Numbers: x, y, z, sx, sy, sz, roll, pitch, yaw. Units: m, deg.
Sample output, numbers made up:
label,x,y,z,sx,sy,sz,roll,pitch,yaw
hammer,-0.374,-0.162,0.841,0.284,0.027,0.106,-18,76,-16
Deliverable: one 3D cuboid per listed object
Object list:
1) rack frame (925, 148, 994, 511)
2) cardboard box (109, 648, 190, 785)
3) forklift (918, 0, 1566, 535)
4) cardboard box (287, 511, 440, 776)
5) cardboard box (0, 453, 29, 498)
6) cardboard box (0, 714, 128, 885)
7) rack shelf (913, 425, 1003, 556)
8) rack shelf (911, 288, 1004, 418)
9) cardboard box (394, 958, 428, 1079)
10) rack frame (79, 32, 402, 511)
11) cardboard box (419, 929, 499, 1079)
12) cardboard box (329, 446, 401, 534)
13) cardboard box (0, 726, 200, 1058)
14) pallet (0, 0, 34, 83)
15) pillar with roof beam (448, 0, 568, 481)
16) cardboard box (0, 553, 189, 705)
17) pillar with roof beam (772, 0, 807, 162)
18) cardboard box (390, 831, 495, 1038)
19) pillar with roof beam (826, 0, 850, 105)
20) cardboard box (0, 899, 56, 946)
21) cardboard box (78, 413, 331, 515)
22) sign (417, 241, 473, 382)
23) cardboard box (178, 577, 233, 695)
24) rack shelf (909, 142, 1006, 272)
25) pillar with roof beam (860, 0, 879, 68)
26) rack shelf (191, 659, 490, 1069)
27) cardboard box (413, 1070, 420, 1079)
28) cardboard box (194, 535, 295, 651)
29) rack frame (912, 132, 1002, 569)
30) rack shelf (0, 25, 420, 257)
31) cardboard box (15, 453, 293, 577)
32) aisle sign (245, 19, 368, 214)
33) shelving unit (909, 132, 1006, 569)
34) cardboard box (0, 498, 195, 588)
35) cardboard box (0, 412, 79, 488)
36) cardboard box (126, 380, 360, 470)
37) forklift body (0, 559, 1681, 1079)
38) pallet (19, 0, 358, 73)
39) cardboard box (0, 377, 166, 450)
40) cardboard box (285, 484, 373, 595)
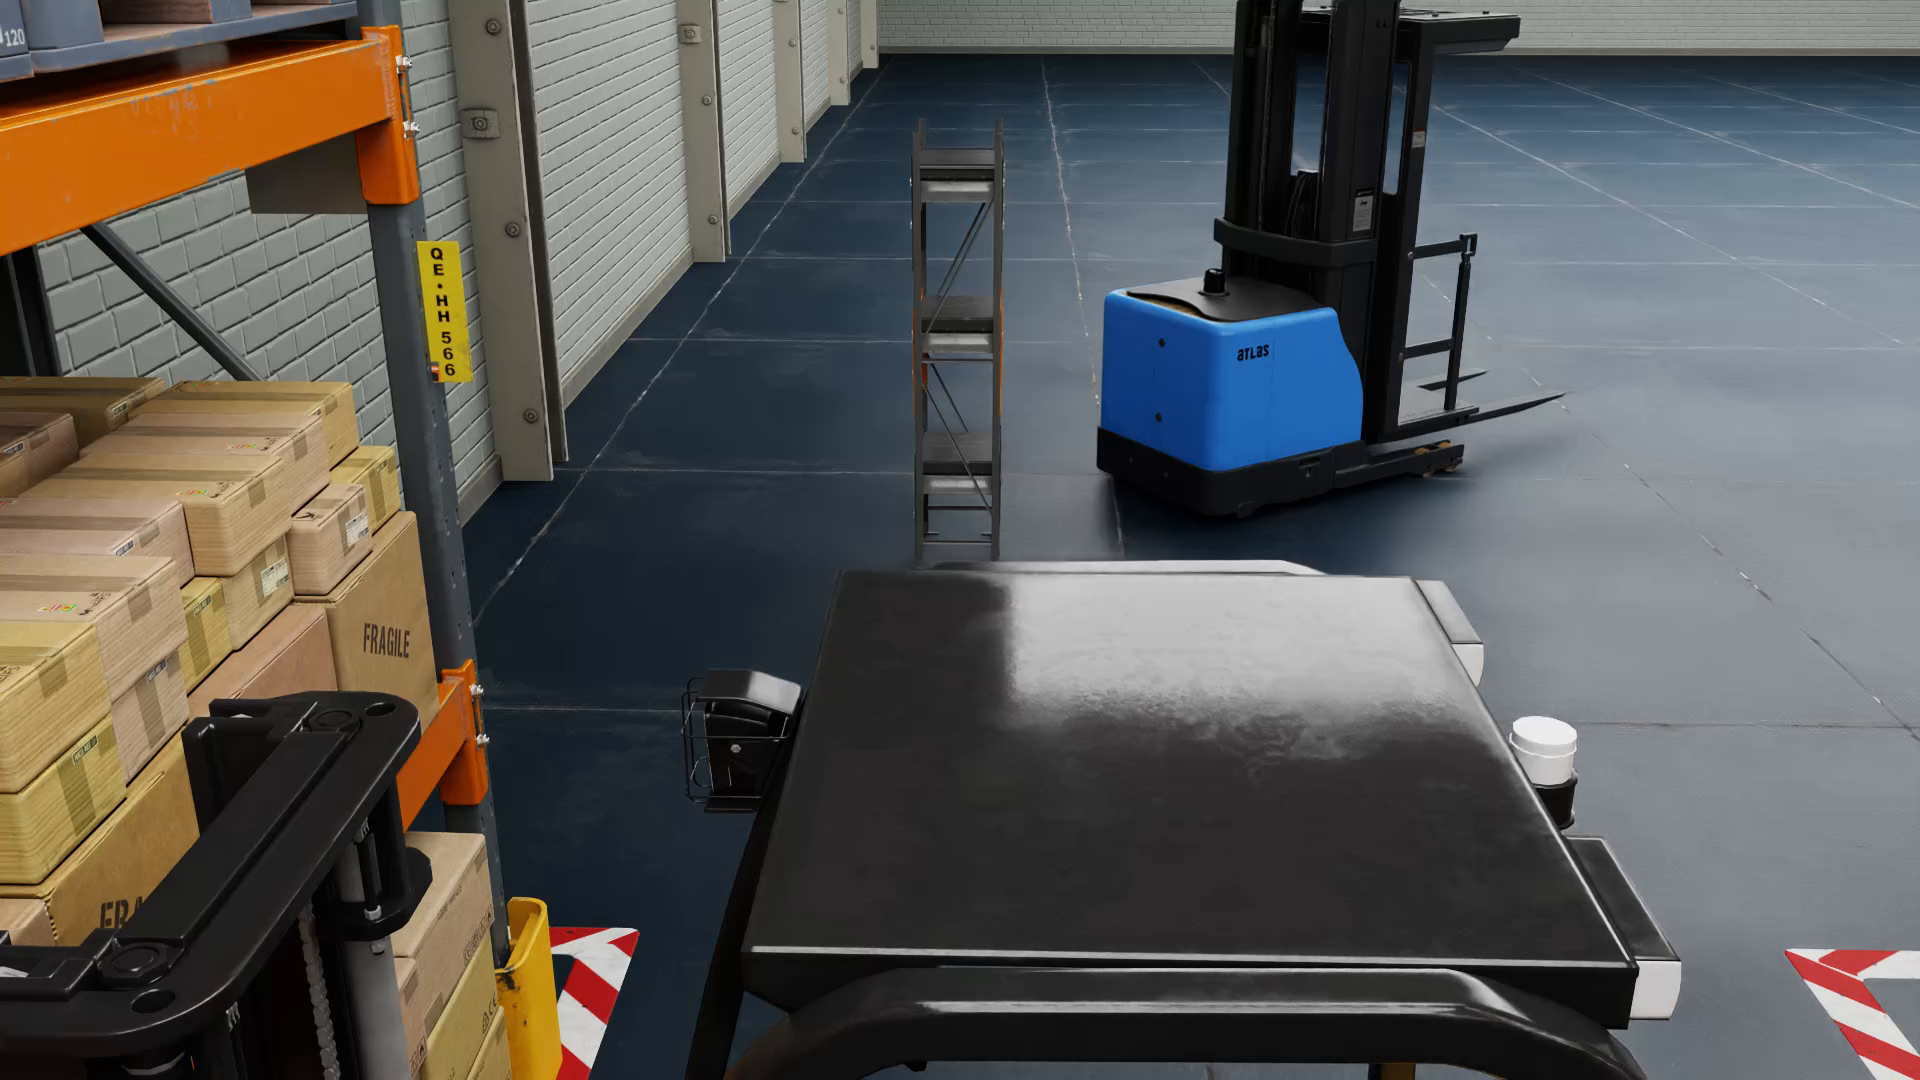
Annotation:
label,x,y,z,sx,sy,sz,roll,pitch,yaw
rack frame,0.001,-1.007,8.222,0.380,1.831,0.006,1,21,2
cardboard box,-1.475,0.274,2.641,0.380,0.149,0.250,0,21,0
forklift,1.750,-1.741,8.964,4.310,2.935,1.130,-13,25,-31
cardboard box,-1.470,0.256,3.584,0.500,0.500,0.500,0,21,0
cardboard box,-1.977,-0.057,3.082,0.380,0.149,0.250,1,21,3
cardboard box,-1.462,0.366,2.405,0.380,0.149,0.250,1,21,2
rack shelf,-0.005,-0.254,8.253,0.431,0.518,0.480,1,21,2
rack shelf,-0.005,-0.906,8.000,0.431,0.518,0.480,1,21,2
cardboard box,-1.429,1.097,3.394,0.500,0.250,0.500,1,21,3
rack frame,-1.714,0.122,4.068,0.949,2.616,0.053,1,21,2
cardboard box,-1.420,1.154,3.936,0.500,0.250,0.500,0,21,1
cardboard box,-1.448,-0.099,3.601,0.380,0.149,0.250,1,21,2
cardboard box,-1.510,0.629,2.623,0.500,0.500,0.500,0,21,1
pallet,-1.799,-0.538,1.743,1.003,0.211,1.213,1,21,2
pillar with roof beam,1.846,-4.555,7.828,9.100,9.000,0.400,1,21,2
cardboard box,-1.454,0.135,2.588,0.380,0.149,0.250,1,21,3
pillar with roof beam,2.211,-8.894,19.011,9.100,9.000,0.400,1,21,2
cardboard box,-1.419,0.912,3.870,0.500,0.250,0.500,1,21,3
pillar with roof beam,2.394,-11.063,24.602,9.100,9.000,0.400,1,21,2
cardboard box,-1.514,0.811,2.154,0.500,0.500,0.500,1,21,2
cardboard box,-1.494,-0.144,3.308,0.380,0.149,0.250,1,21,2
sign,-1.175,-0.517,3.787,0.100,0.325,0.005,1,21,2
cardboard box,-1.514,0.177,2.892,0.380,0.149,0.250,0,21,1
rack shelf,-0.005,-1.559,7.747,0.431,0.518,0.480,1,21,2
pillar with roof beam,2.576,-13.233,30.193,9.100,9.000,0.400,1,21,2
rack shelf,-1.778,1.181,2.334,1.077,0.370,4.000,1,21,2
cardboard box,-1.446,1.336,3.469,0.500,0.250,0.500,0,21,1
cardboard box,-1.495,0.087,3.122,0.380,0.149,0.250,1,21,3
rack frame,-0.012,-0.831,7.767,0.400,2.100,0.015,1,21,2
rack shelf,-1.778,-0.218,1.792,1.077,0.370,4.000,1,21,2
cardboard box,-1.475,-0.049,3.063,0.380,0.149,0.250,1,21,3
aisle sign,-1.422,-1.110,3.650,0.394,0.787,0.004,1,21,2
shelving unit,-0.005,-0.918,7.993,0.431,2.100,0.499,1,21,2
cardboard box,-1.557,0.040,2.834,0.380,0.149,0.250,1,21,2
cardboard box,-2.012,-0.151,3.326,0.380,0.149,0.250,1,21,3
cardboard box,-1.517,-0.234,3.539,0.380,0.149,0.250,1,21,2
forklift body,0.049,1.223,2.403,2.313,2.155,1.214,1,21,2
pallet,-1.765,-0.980,2.883,1.003,0.211,1.213,1,21,2
cardboard box,-1.941,-0.247,3.572,0.380,0.149,0.250,0,21,1
cardboard box,-1.426,-0.006,3.362,0.380,0.149,0.250,1,21,2
